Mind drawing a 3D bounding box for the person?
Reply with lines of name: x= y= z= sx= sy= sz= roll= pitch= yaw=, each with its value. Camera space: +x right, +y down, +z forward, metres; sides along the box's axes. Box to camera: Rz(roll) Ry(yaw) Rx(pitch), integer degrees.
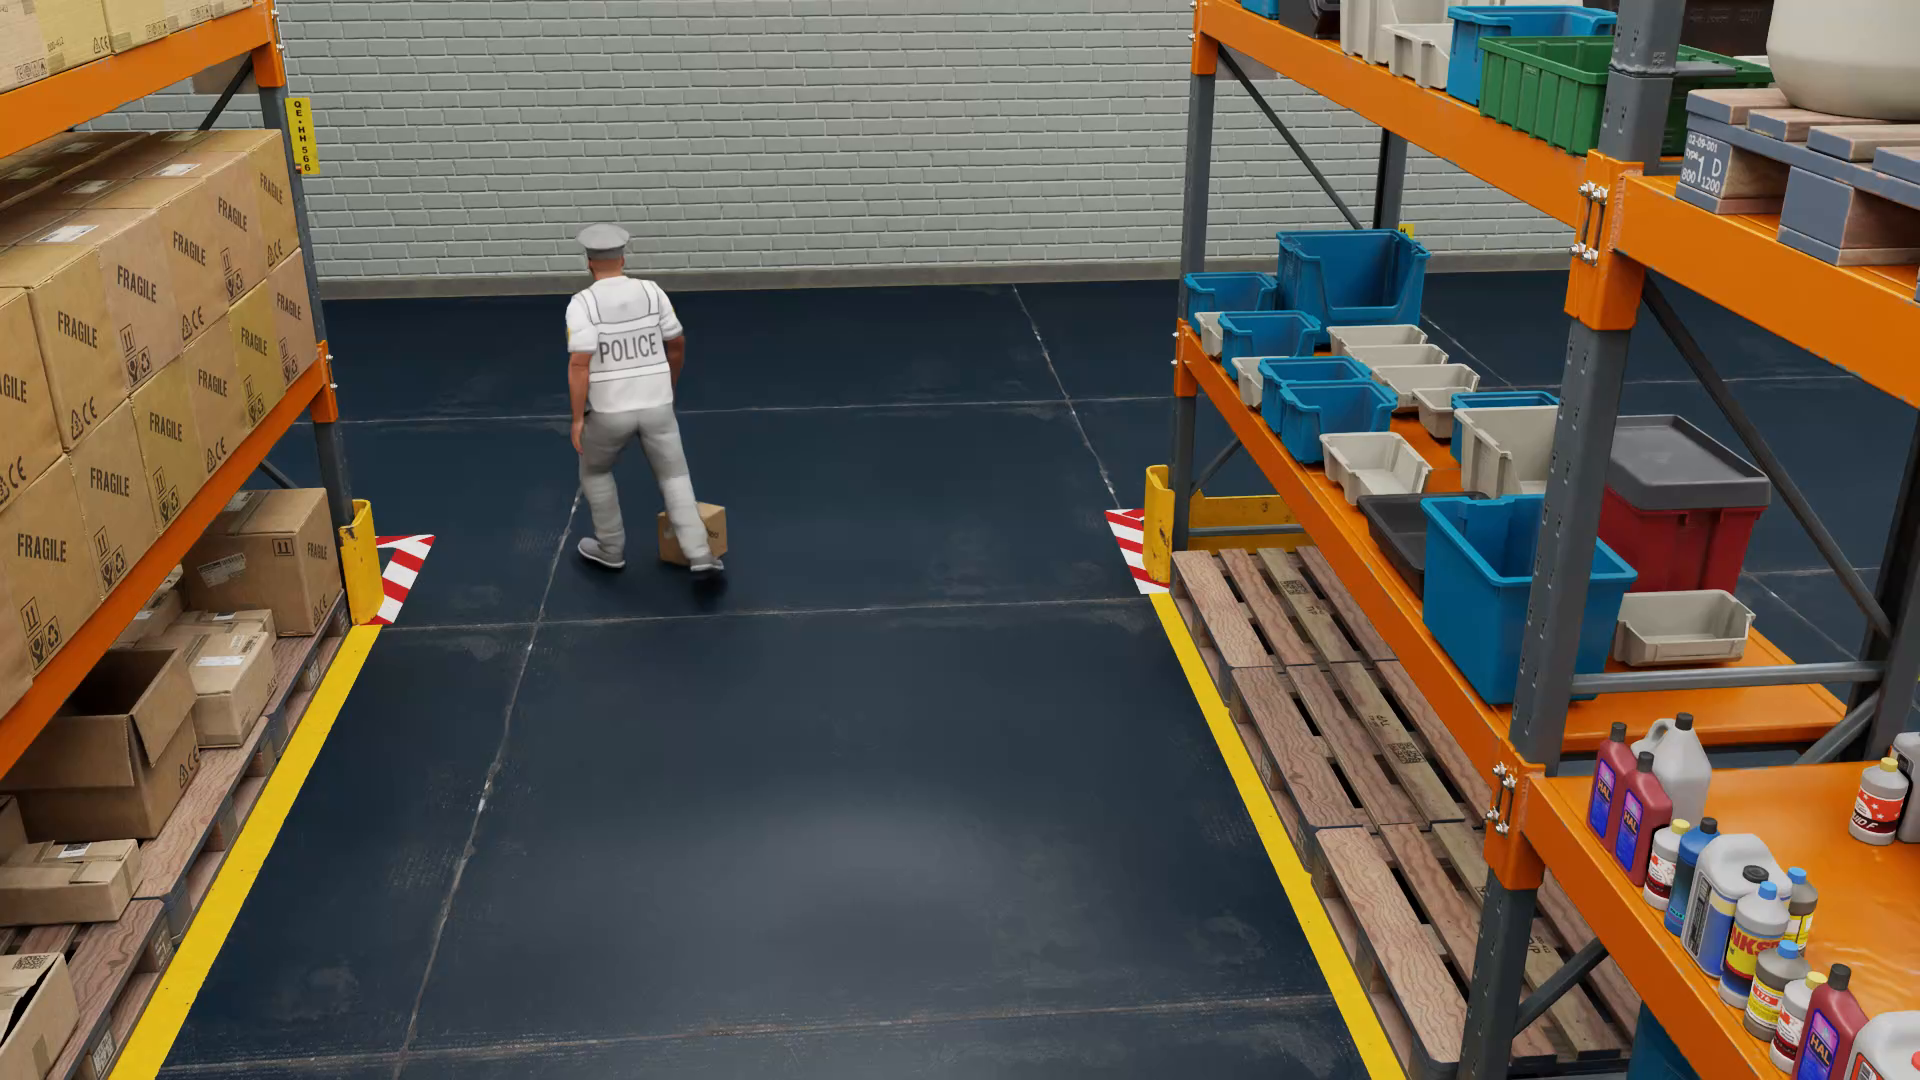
person: x=-1.561 y=-0.617 z=8.014 sx=0.637 sy=1.697 sz=0.831 roll=-11 pitch=26 yaw=-25
